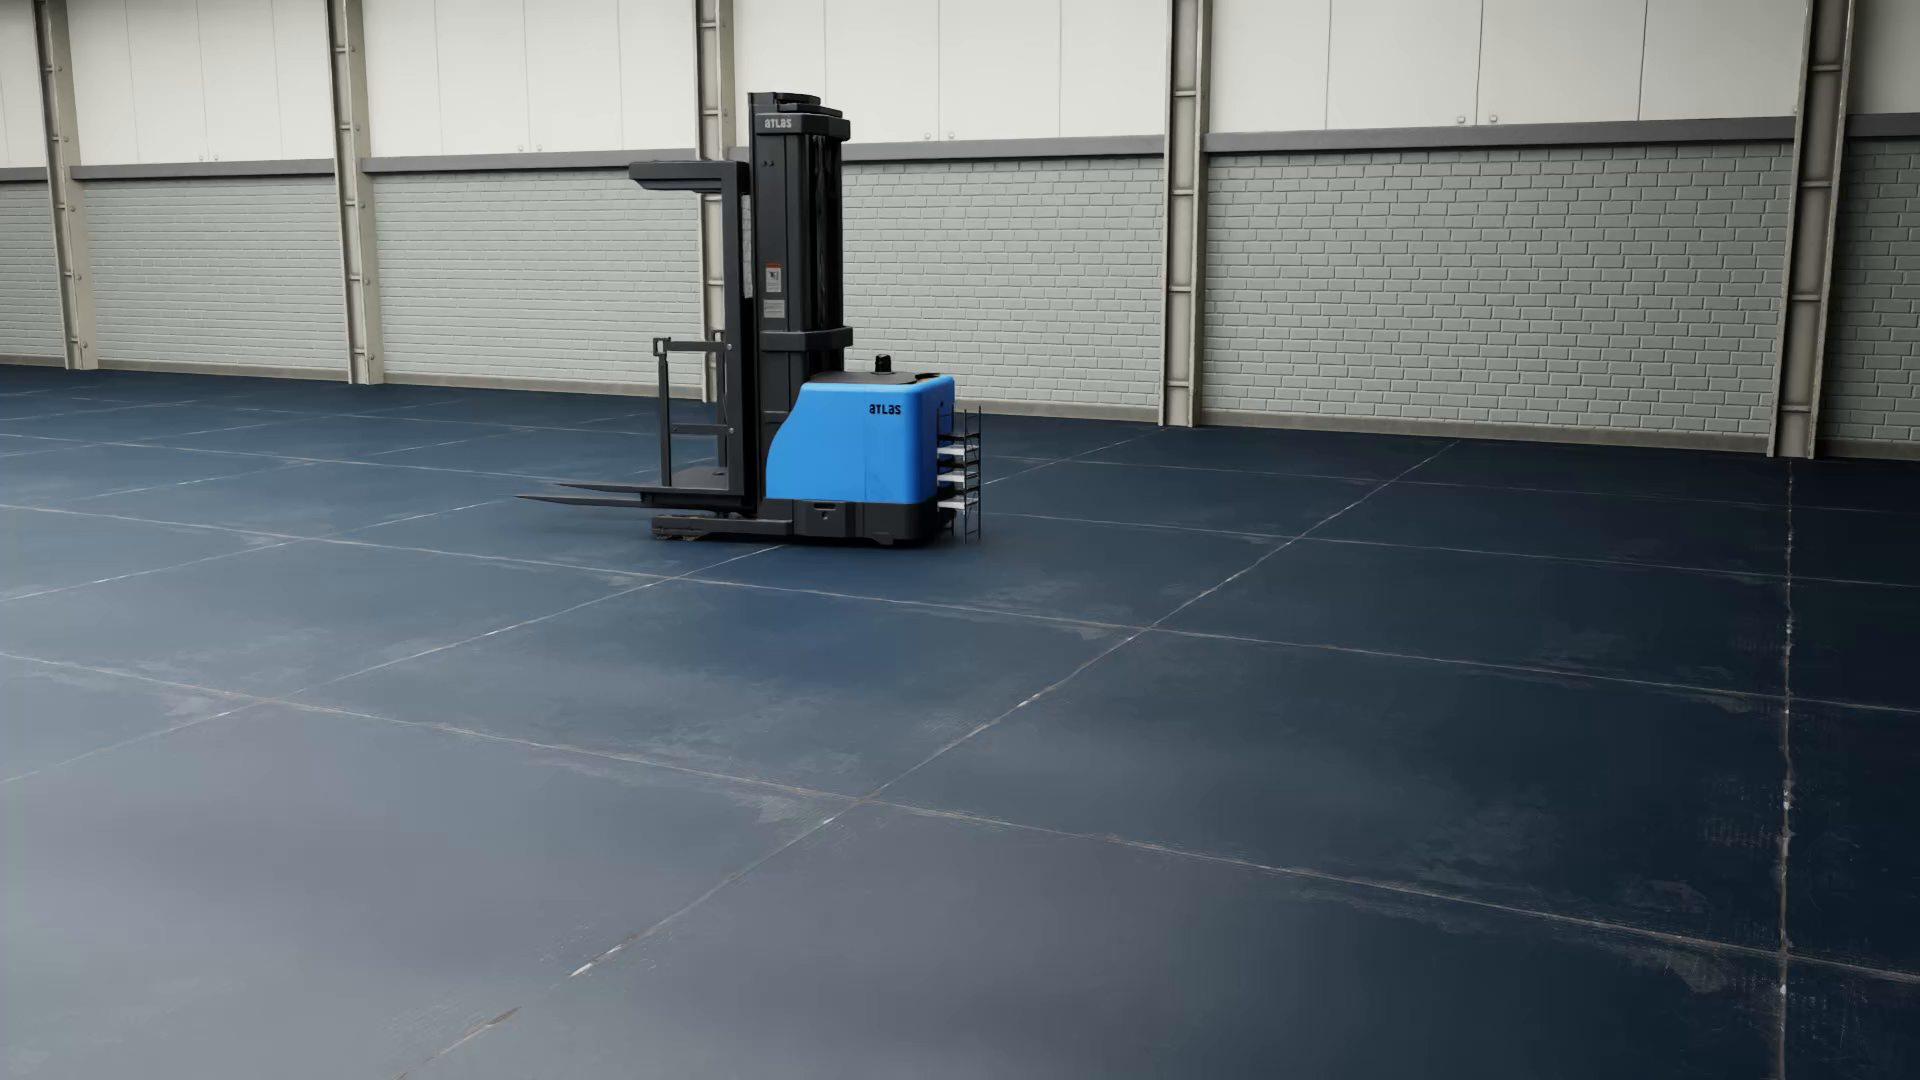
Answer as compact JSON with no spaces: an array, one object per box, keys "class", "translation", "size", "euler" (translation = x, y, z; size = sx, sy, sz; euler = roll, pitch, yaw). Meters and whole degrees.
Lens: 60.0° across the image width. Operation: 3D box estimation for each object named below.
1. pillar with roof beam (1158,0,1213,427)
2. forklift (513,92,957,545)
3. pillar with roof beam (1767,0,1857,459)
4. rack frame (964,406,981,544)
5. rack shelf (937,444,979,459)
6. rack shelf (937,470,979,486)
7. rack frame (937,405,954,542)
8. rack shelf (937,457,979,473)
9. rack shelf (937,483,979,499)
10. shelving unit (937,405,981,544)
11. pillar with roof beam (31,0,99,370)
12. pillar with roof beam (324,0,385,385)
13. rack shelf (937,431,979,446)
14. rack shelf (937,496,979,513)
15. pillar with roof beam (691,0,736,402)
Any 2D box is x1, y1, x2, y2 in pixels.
[{"class":"pillar with roof beam","translation":[0.503,-5.003,13.604],"size":[0.400,9.000,9.100],"euler":[5,11,26]},{"class":"forklift","translation":[-1.598,-1.525,11.426],"size":[3.031,2.935,1.130],"euler":[3,11,14]},{"class":"pillar with roof beam","translation":[5.883,-4.530,10.992],"size":[0.400,9.000,9.100],"euler":[5,11,26]},{"class":"rack frame","translation":[0.084,-0.435,11.109],"size":[0.006,0.900,0.240],"euler":[5,11,26]},{"class":"rack shelf","translation":[-0.007,-0.588,11.127],"size":[0.200,0.077,0.258],"euler":[5,11,26]},{"class":"rack shelf","translation":[-0.007,-0.411,11.160],"size":[0.200,0.077,0.258],"euler":[5,11,26]},{"class":"rack frame","translation":[-0.098,-0.451,11.198],"size":[0.006,0.900,0.240],"euler":[5,11,26]},{"class":"rack shelf","translation":[-0.007,-0.499,11.144],"size":[0.200,0.077,0.258],"euler":[5,11,26]},{"class":"rack shelf","translation":[-0.007,-0.322,11.176],"size":[0.200,0.077,0.258],"euler":[5,11,26]},{"class":"shelving unit","translation":[-0.007,-0.443,11.154],"size":[0.210,0.900,0.258],"euler":[5,11,26]},{"class":"pillar with roof beam","translation":[-15.639,-6.421,21.442],"size":[0.400,9.000,9.100],"euler":[5,11,26]},{"class":"pillar with roof beam","translation":[-10.259,-5.948,18.829],"size":[0.400,9.000,9.100],"euler":[5,11,26]},{"class":"rack shelf","translation":[-0.007,-0.676,11.111],"size":[0.200,0.077,0.258],"euler":[5,11,26]},{"class":"rack shelf","translation":[-0.007,-0.234,11.192],"size":[0.200,0.077,0.258],"euler":[5,11,26]},{"class":"pillar with roof beam","translation":[-4.878,-5.476,16.217],"size":[0.400,9.000,9.100],"euler":[5,11,26]}]
